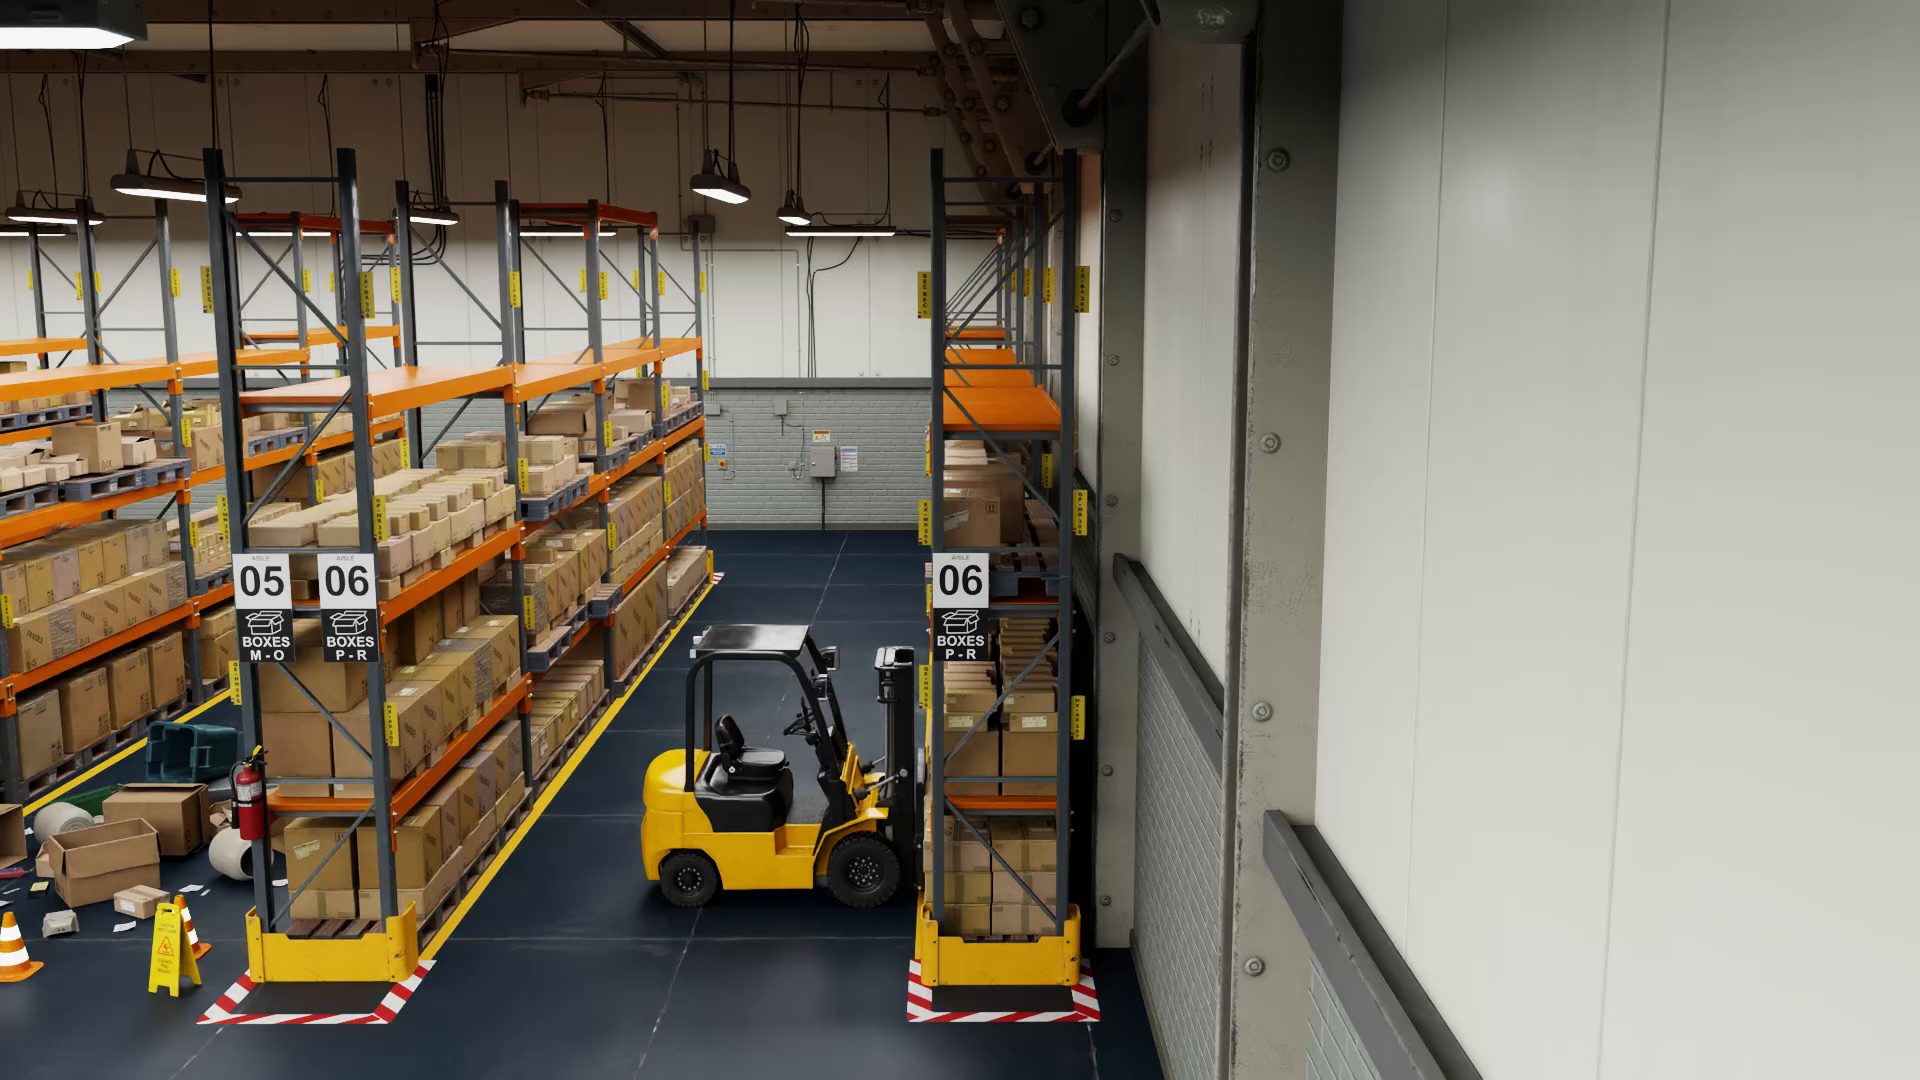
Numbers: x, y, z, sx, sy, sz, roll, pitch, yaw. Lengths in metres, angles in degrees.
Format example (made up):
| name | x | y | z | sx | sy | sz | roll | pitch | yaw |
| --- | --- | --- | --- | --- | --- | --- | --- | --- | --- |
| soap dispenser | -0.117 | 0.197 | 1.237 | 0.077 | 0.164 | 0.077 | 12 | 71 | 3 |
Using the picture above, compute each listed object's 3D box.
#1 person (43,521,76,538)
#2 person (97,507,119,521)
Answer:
| name | x | y | z | sx | sy | sz | roll | pitch | yaw |
| --- | --- | --- | --- | --- | --- | --- | --- | --- | --- |
| person | -13.021 | 0.432 | 24.358 | 0.709 | 1.731 | 0.846 | -1 | 9 | -7 |
| person | -15.328 | -0.406 | 29.768 | 1.036 | 1.697 | 0.699 | 2 | 9 | 14 |
